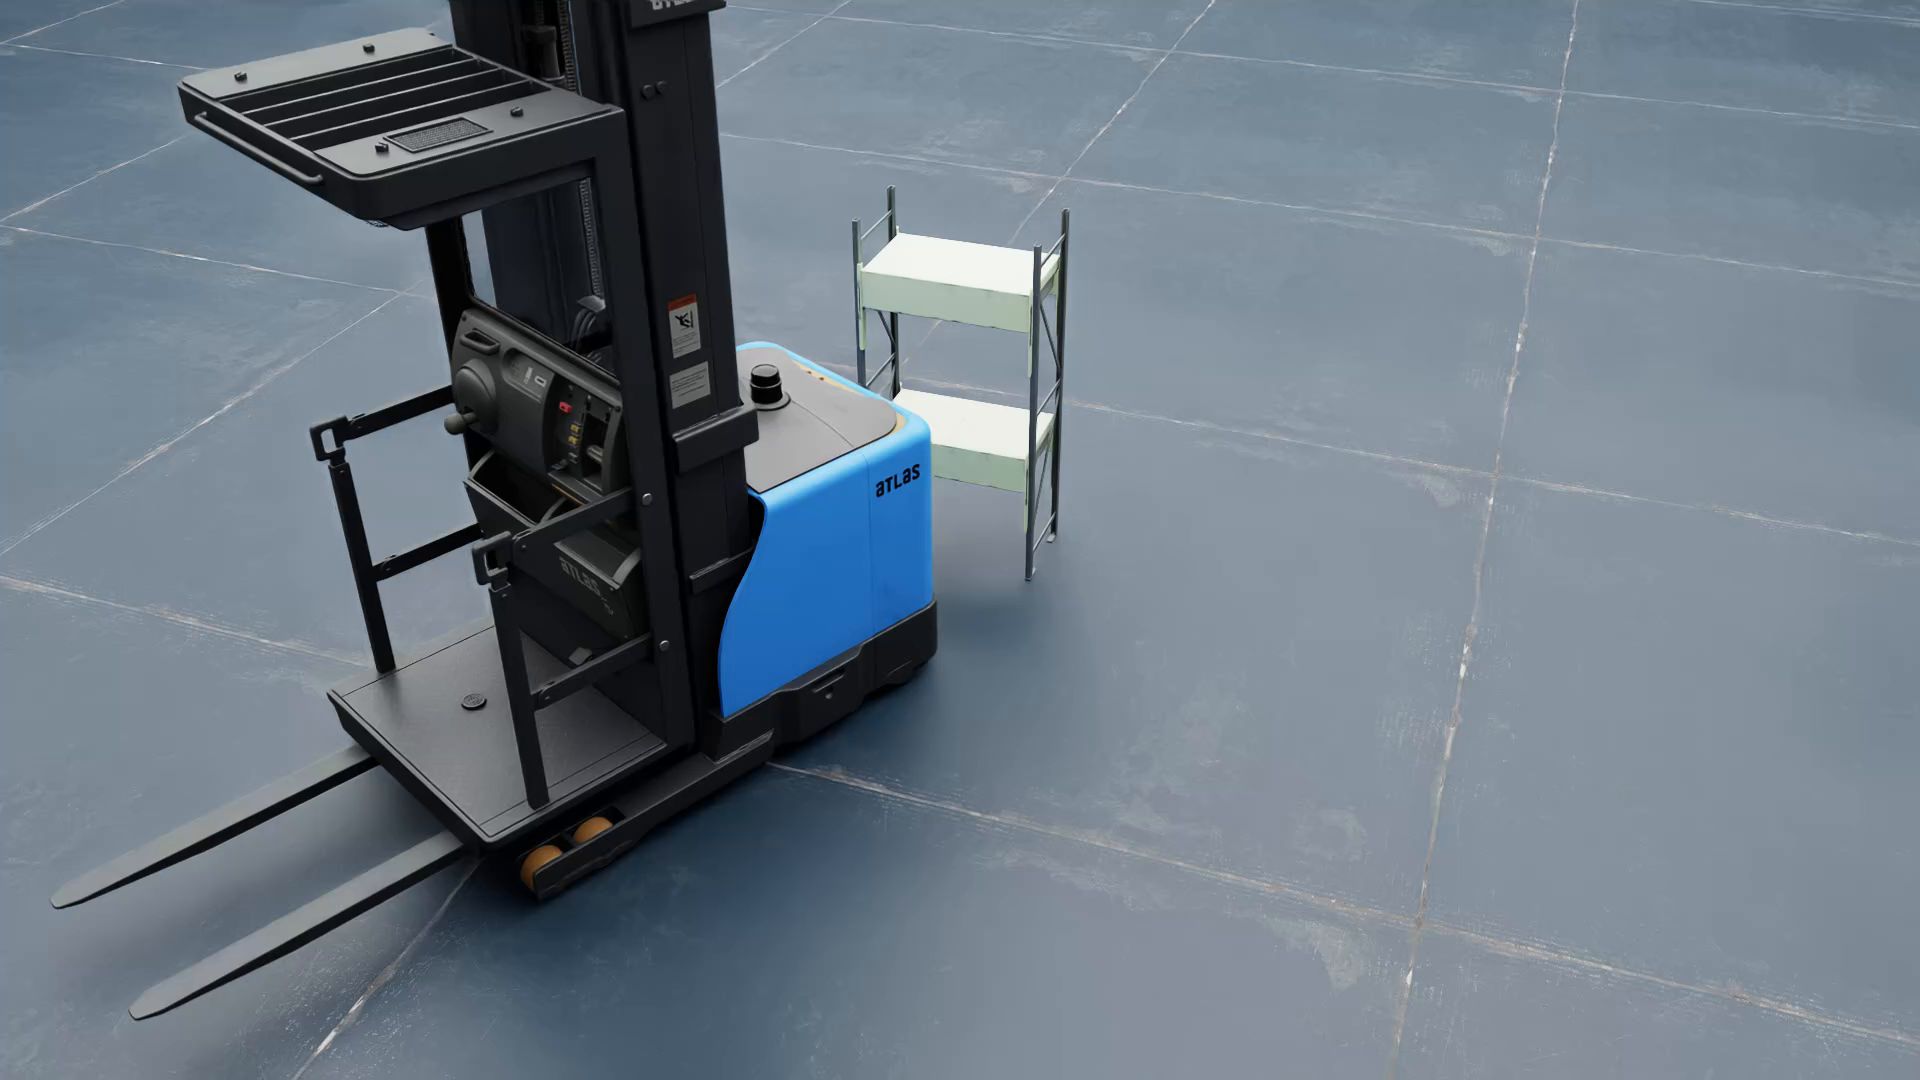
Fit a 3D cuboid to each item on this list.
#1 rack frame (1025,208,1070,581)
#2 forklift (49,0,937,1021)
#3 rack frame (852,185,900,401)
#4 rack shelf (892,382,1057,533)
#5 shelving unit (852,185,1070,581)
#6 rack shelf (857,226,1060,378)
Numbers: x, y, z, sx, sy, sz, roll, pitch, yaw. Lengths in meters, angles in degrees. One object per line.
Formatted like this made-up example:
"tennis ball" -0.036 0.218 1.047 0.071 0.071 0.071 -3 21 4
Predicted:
"rack frame" 0.351 -0.562 6.738 0.023 1.500 0.400 11 34 16
"forklift" -1.494 -0.382 5.140 3.031 2.935 1.130 -28 42 -36
"rack frame" -0.338 -0.696 6.945 0.023 1.500 0.400 11 34 16
"rack shelf" 0.006 -0.355 7.018 0.720 0.370 0.431 11 34 16
"shelving unit" 0.006 -0.629 6.841 0.755 1.500 0.431 11 34 16
"rack shelf" 0.006 -0.957 6.630 0.720 0.370 0.431 11 34 16
